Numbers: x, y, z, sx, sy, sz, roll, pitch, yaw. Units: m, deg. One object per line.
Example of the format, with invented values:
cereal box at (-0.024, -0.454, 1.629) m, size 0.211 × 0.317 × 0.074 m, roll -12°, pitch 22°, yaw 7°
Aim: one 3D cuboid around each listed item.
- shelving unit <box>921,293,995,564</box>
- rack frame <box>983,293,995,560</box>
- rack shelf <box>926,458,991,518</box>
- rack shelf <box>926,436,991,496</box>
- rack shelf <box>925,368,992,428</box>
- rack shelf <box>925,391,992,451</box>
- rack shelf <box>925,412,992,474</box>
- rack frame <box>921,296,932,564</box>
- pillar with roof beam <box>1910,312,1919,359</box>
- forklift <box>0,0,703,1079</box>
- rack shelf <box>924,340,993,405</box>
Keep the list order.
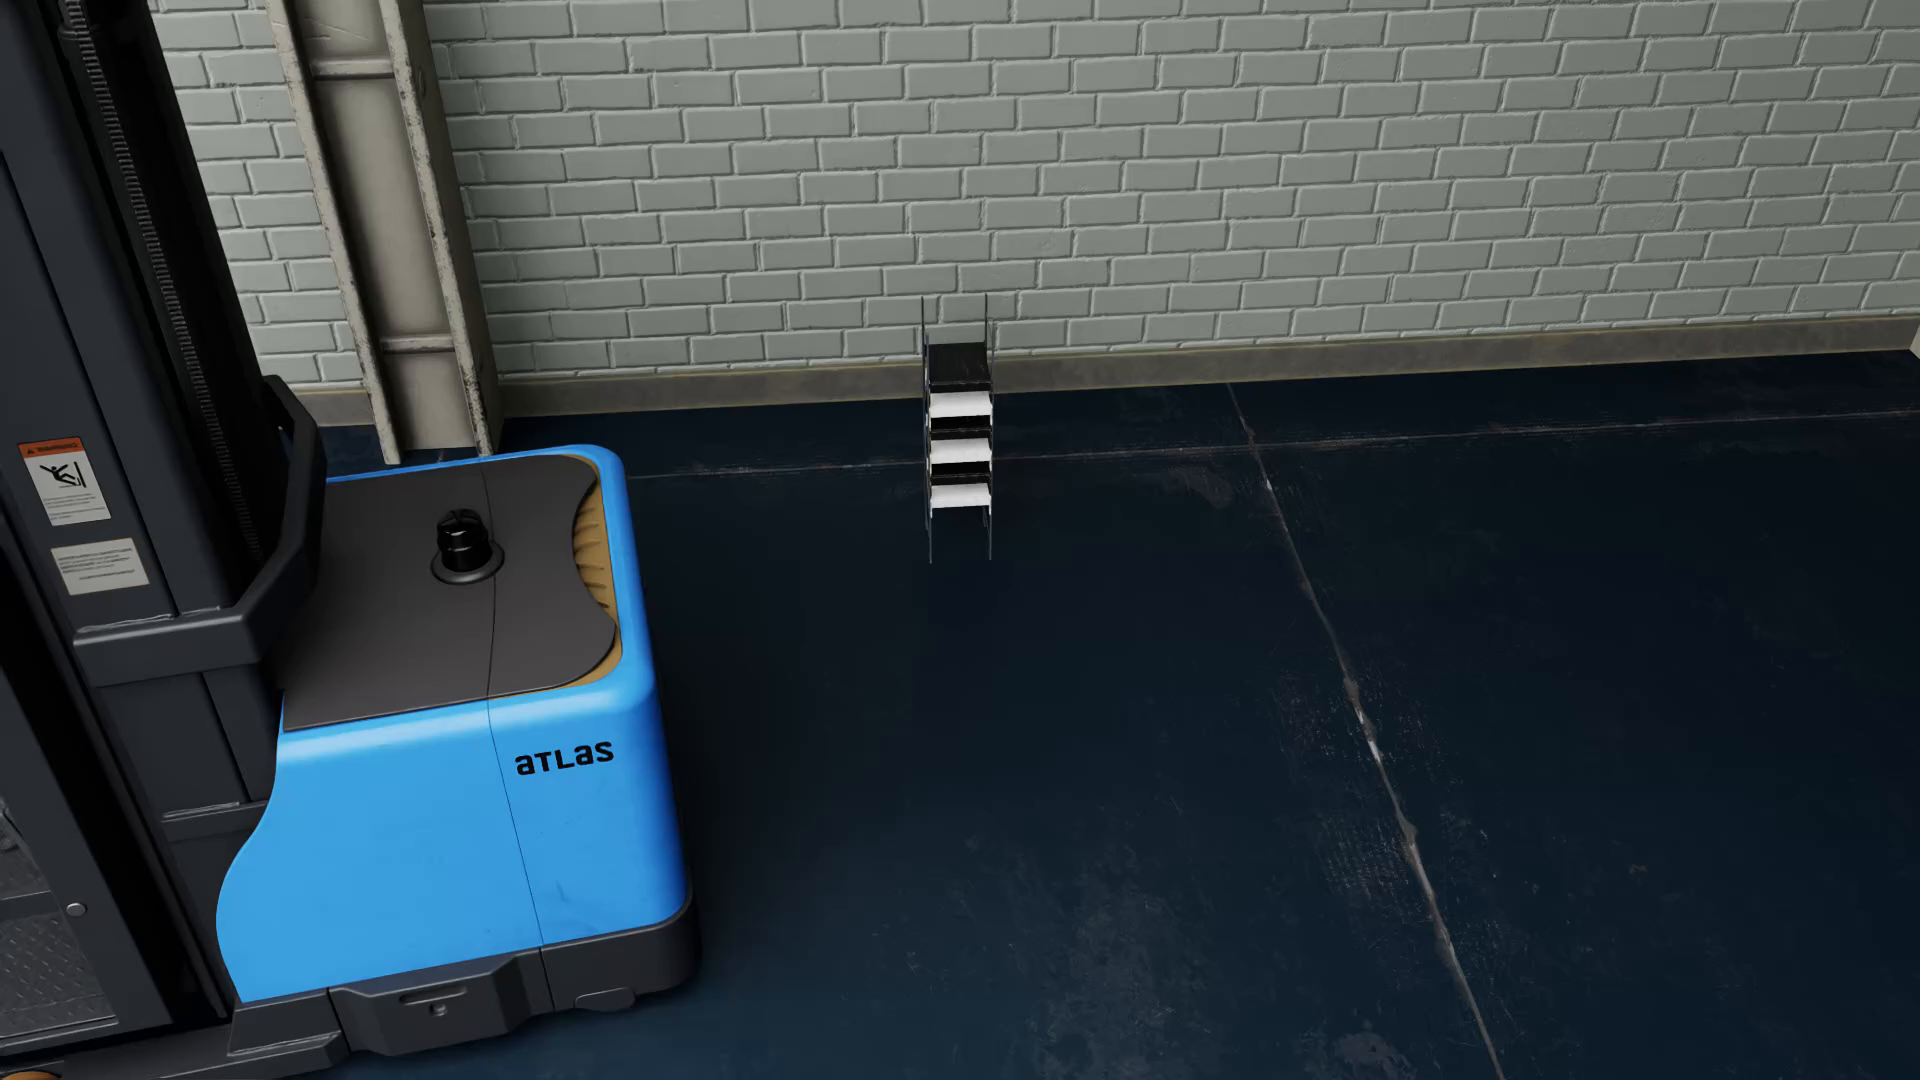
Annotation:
shelving unit at (-0.008, -0.353, 5.471) m, size 0.210 × 0.900 × 0.258 m, roll -3°, pitch 38°, yaw -4°
rack frame at (0.093, -0.358, 5.478) m, size 0.006 × 0.900 × 0.240 m, roll -3°, pitch 38°, yaw -4°
rack shelf at (-0.008, -0.185, 5.603) m, size 0.200 × 0.077 × 0.258 m, roll -3°, pitch 38°, yaw -4°
rack shelf at (-0.008, -0.256, 5.547) m, size 0.200 × 0.077 × 0.258 m, roll -3°, pitch 38°, yaw -4°
rack shelf at (-0.008, -0.468, 5.380) m, size 0.200 × 0.077 × 0.258 m, roll -3°, pitch 38°, yaw -4°
rack shelf at (-0.008, -0.397, 5.436) m, size 0.200 × 0.077 × 0.258 m, roll -3°, pitch 38°, yaw -4°
rack shelf at (-0.008, -0.327, 5.491) m, size 0.200 × 0.077 × 0.258 m, roll -3°, pitch 38°, yaw -4°
rack frame at (-0.109, -0.347, 5.464) m, size 0.006 × 0.900 × 0.240 m, roll -3°, pitch 38°, yaw -4°
pillar with roof beam at (4.433, -1.588, 0.498) m, size 0.400 × 9.000 × 9.100 m, roll -3°, pitch 38°, yaw -4°
forklift at (-2.237, -0.066, 3.467) m, size 3.031 × 2.935 × 1.130 m, roll -9°, pitch 39°, yaw -11°
rack shelf at (-0.008, -0.539, 5.324) m, size 0.200 × 0.077 × 0.258 m, roll -3°, pitch 38°, yaw -4°
